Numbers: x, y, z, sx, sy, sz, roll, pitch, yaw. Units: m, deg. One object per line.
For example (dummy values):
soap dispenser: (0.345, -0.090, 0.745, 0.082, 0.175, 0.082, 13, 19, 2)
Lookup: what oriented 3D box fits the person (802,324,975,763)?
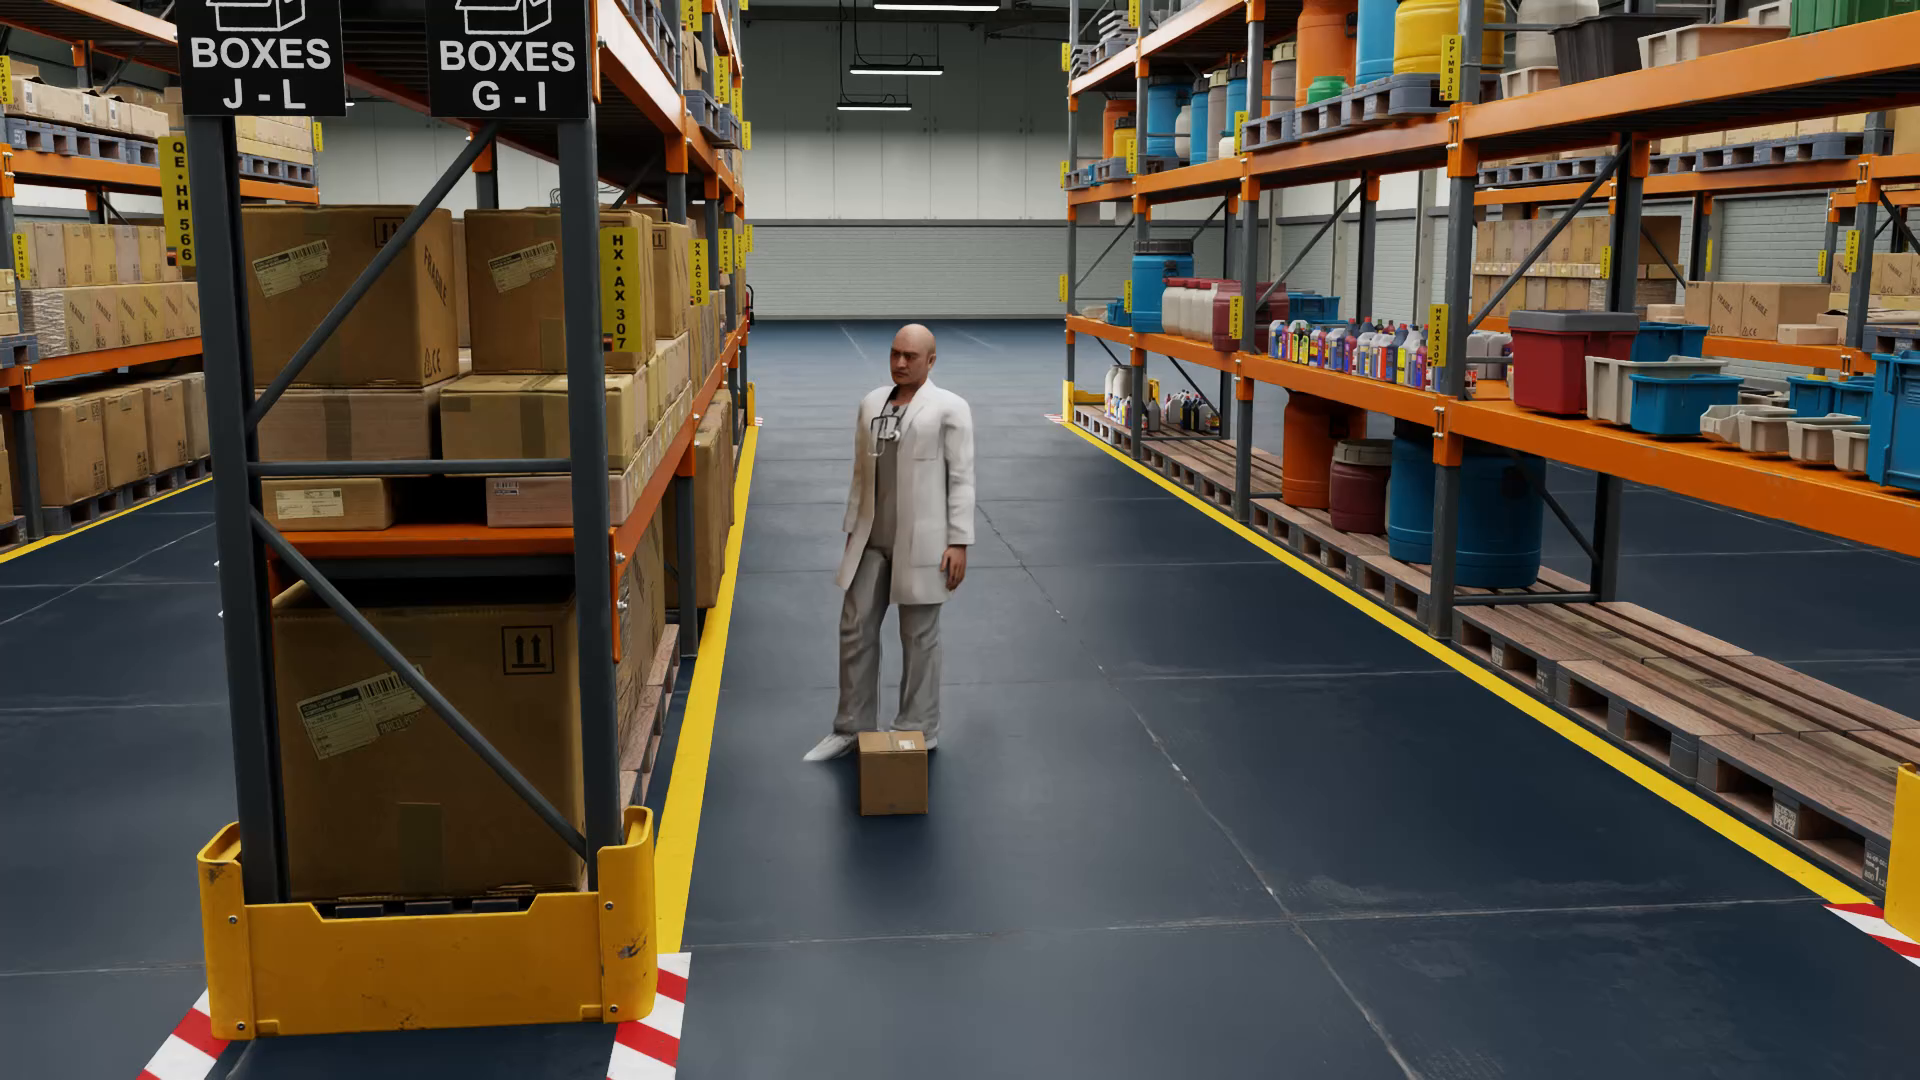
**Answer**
person: (-0.278, 0.040, 6.774, 0.636, 1.820, 0.481, 6, 11, 29)
